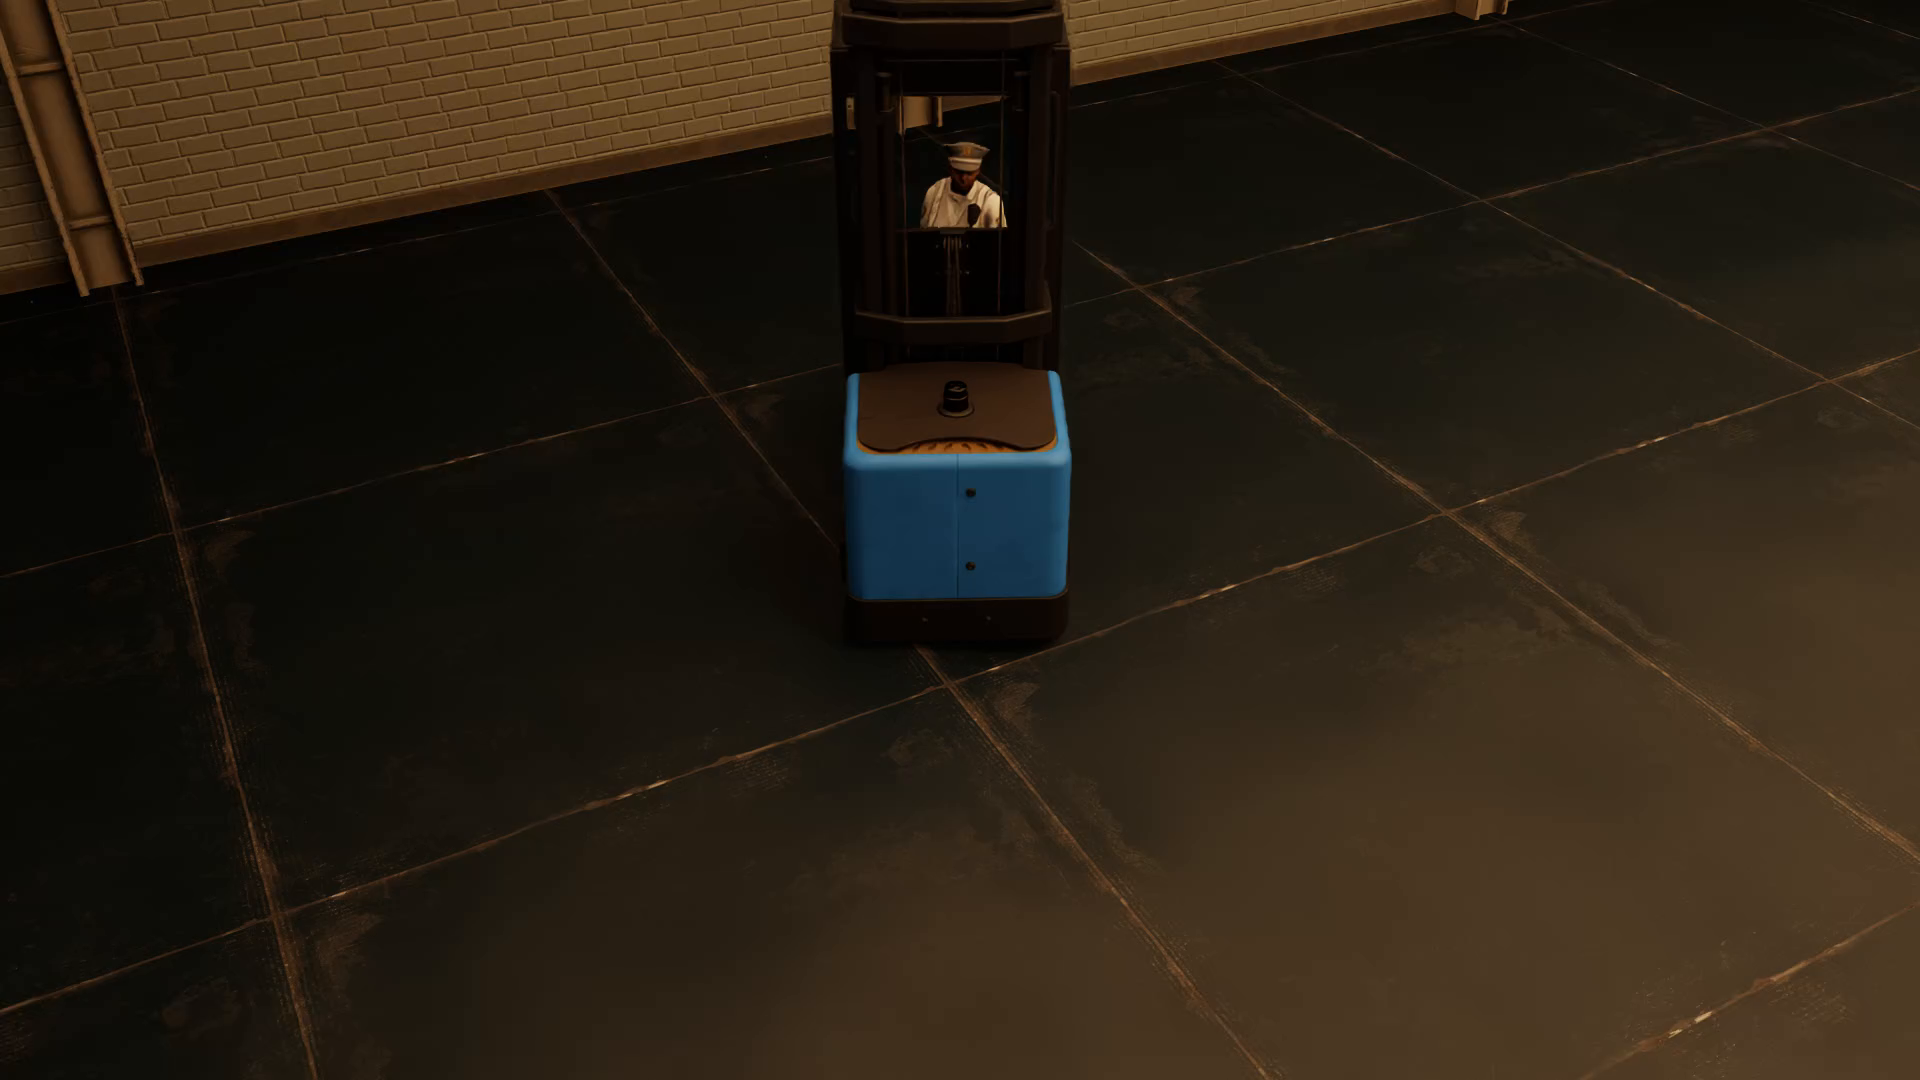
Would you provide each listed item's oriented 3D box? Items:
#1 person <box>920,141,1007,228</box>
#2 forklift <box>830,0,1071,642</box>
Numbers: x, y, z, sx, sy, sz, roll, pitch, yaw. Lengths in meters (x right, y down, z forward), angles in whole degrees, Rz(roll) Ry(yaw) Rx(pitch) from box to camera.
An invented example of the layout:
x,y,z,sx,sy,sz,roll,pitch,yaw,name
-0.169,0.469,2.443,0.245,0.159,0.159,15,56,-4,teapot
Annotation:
x,y,z,sx,sy,sz,roll,pitch,yaw,name
-0.019,-1.374,9.136,0.566,1.686,0.525,9,36,12,person
-0.051,-1.537,8.298,1.130,2.935,3.031,-1,35,-1,forklift
